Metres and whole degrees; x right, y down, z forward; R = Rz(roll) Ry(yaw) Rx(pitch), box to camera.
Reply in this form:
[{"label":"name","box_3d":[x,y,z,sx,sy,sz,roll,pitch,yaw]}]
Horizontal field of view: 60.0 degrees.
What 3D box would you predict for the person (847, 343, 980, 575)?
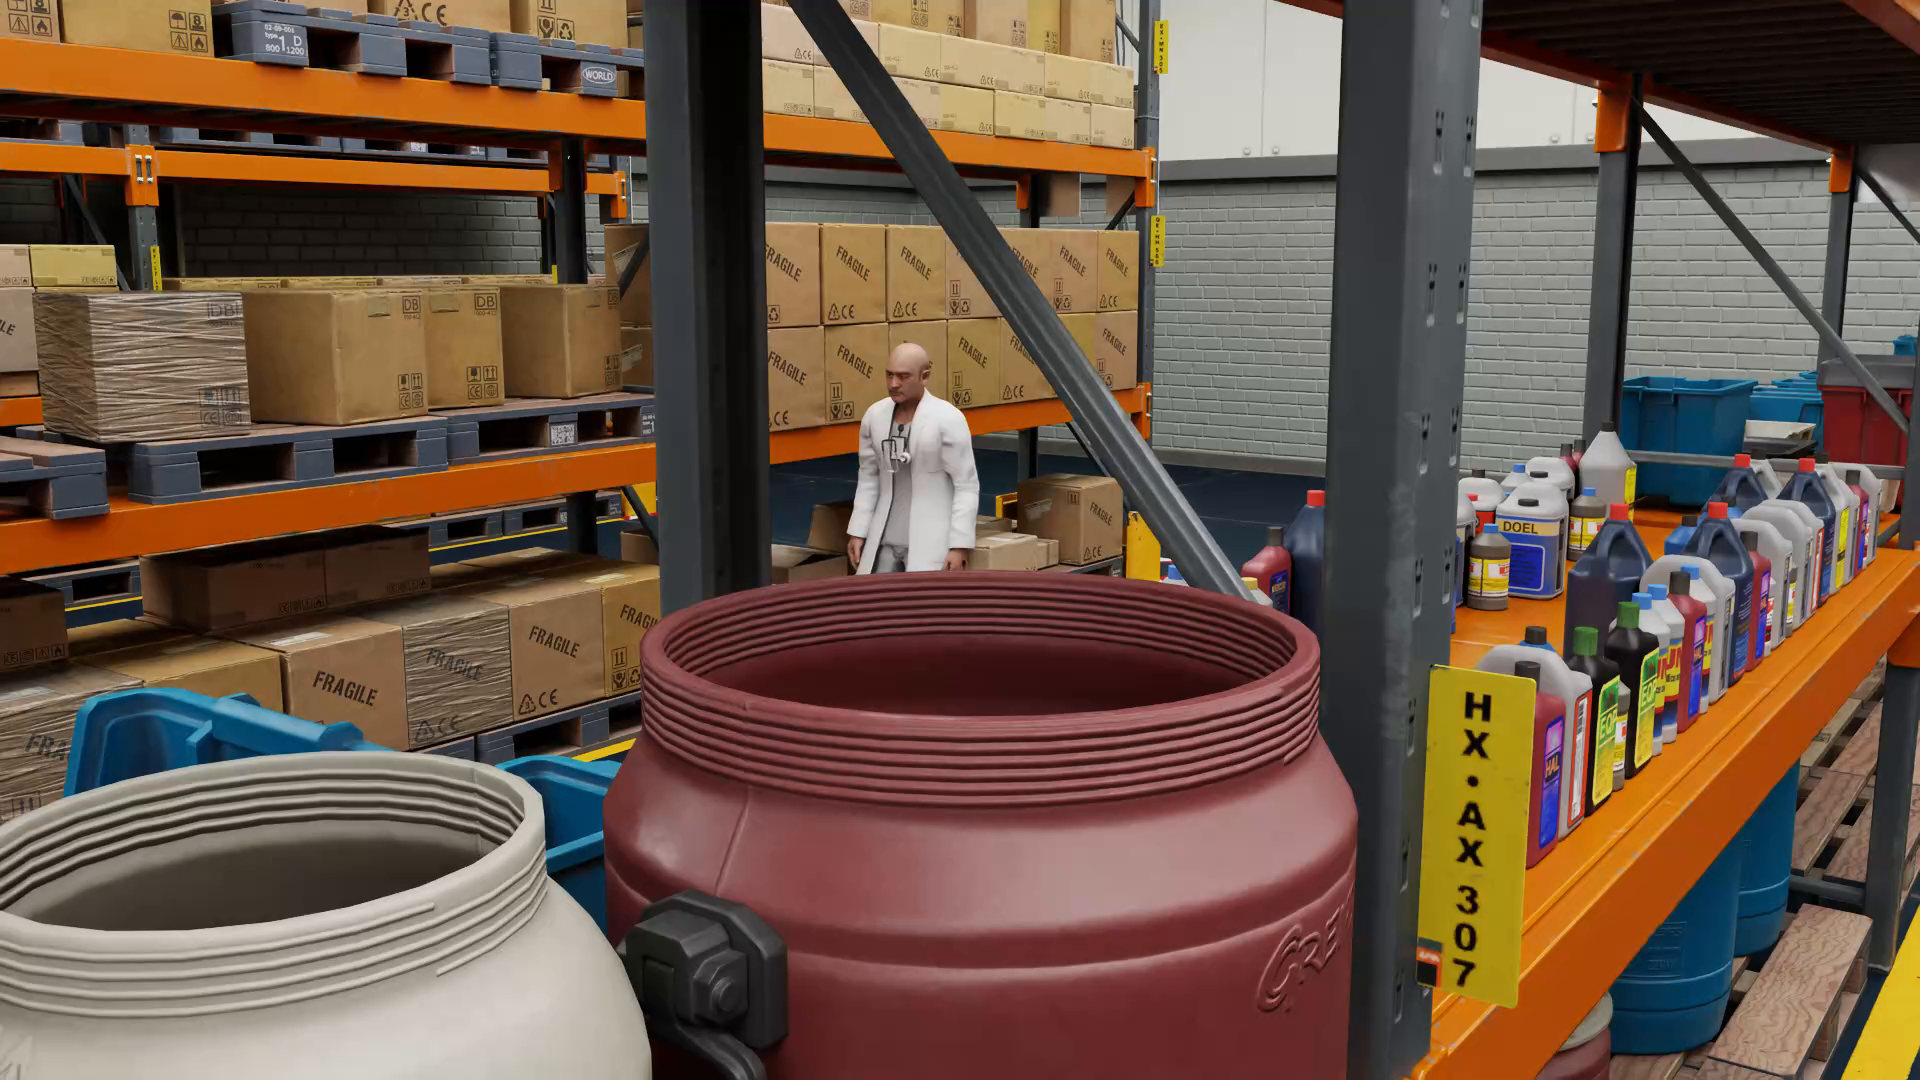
[{"label":"person","box_3d":[-0.218,0.024,7.296,0.649,1.773,0.429,6,11,32]}]
